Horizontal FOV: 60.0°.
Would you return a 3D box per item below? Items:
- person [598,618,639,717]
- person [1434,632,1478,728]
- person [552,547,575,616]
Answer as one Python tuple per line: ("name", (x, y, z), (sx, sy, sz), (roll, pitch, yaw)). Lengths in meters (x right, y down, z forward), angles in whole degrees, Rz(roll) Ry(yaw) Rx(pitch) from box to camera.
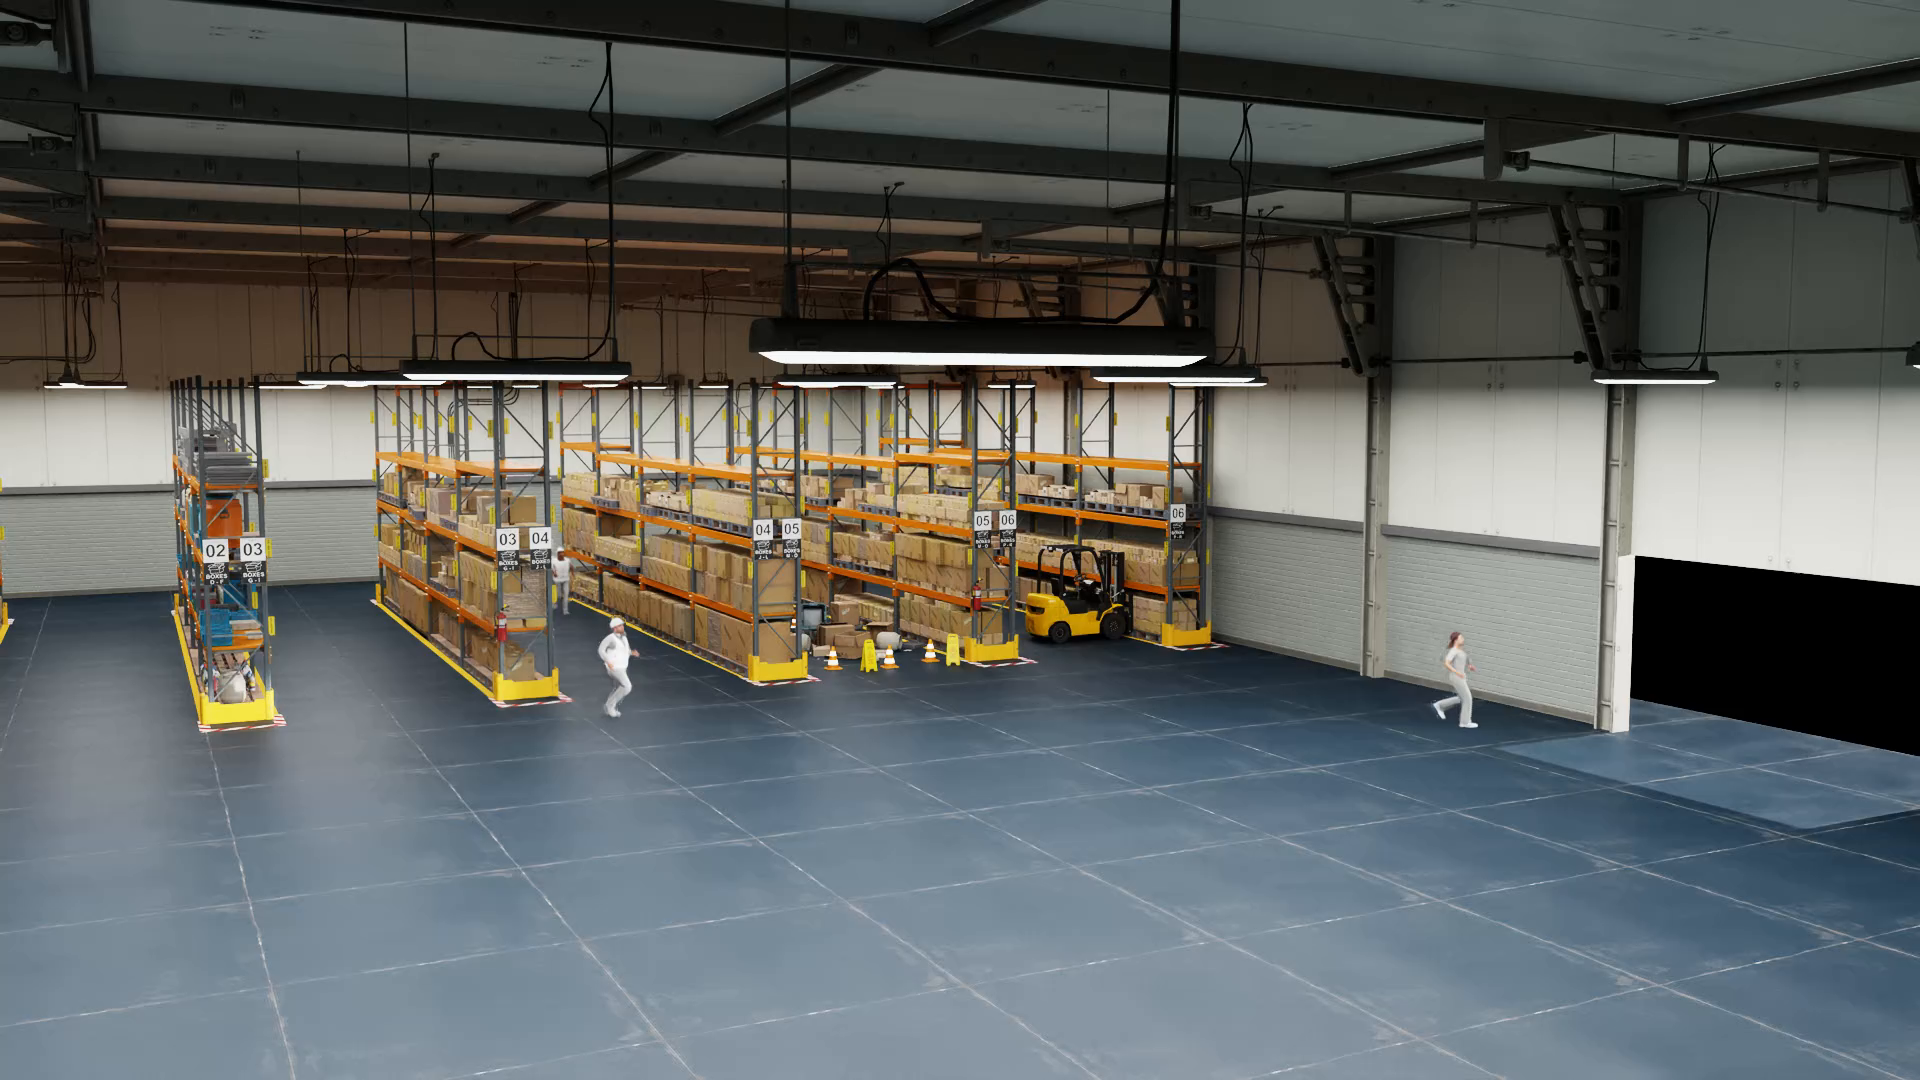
("person", (-5.992, 2.238, 29.342), (0.645, 1.744, 0.639), (1, 5, 15))
("person", (8.480, 2.379, 28.439), (0.779, 1.632, 0.573), (3, 6, 31))
("person", (-10.220, 1.056, 42.718), (0.714, 1.738, 1.006), (-3, 6, -28))
